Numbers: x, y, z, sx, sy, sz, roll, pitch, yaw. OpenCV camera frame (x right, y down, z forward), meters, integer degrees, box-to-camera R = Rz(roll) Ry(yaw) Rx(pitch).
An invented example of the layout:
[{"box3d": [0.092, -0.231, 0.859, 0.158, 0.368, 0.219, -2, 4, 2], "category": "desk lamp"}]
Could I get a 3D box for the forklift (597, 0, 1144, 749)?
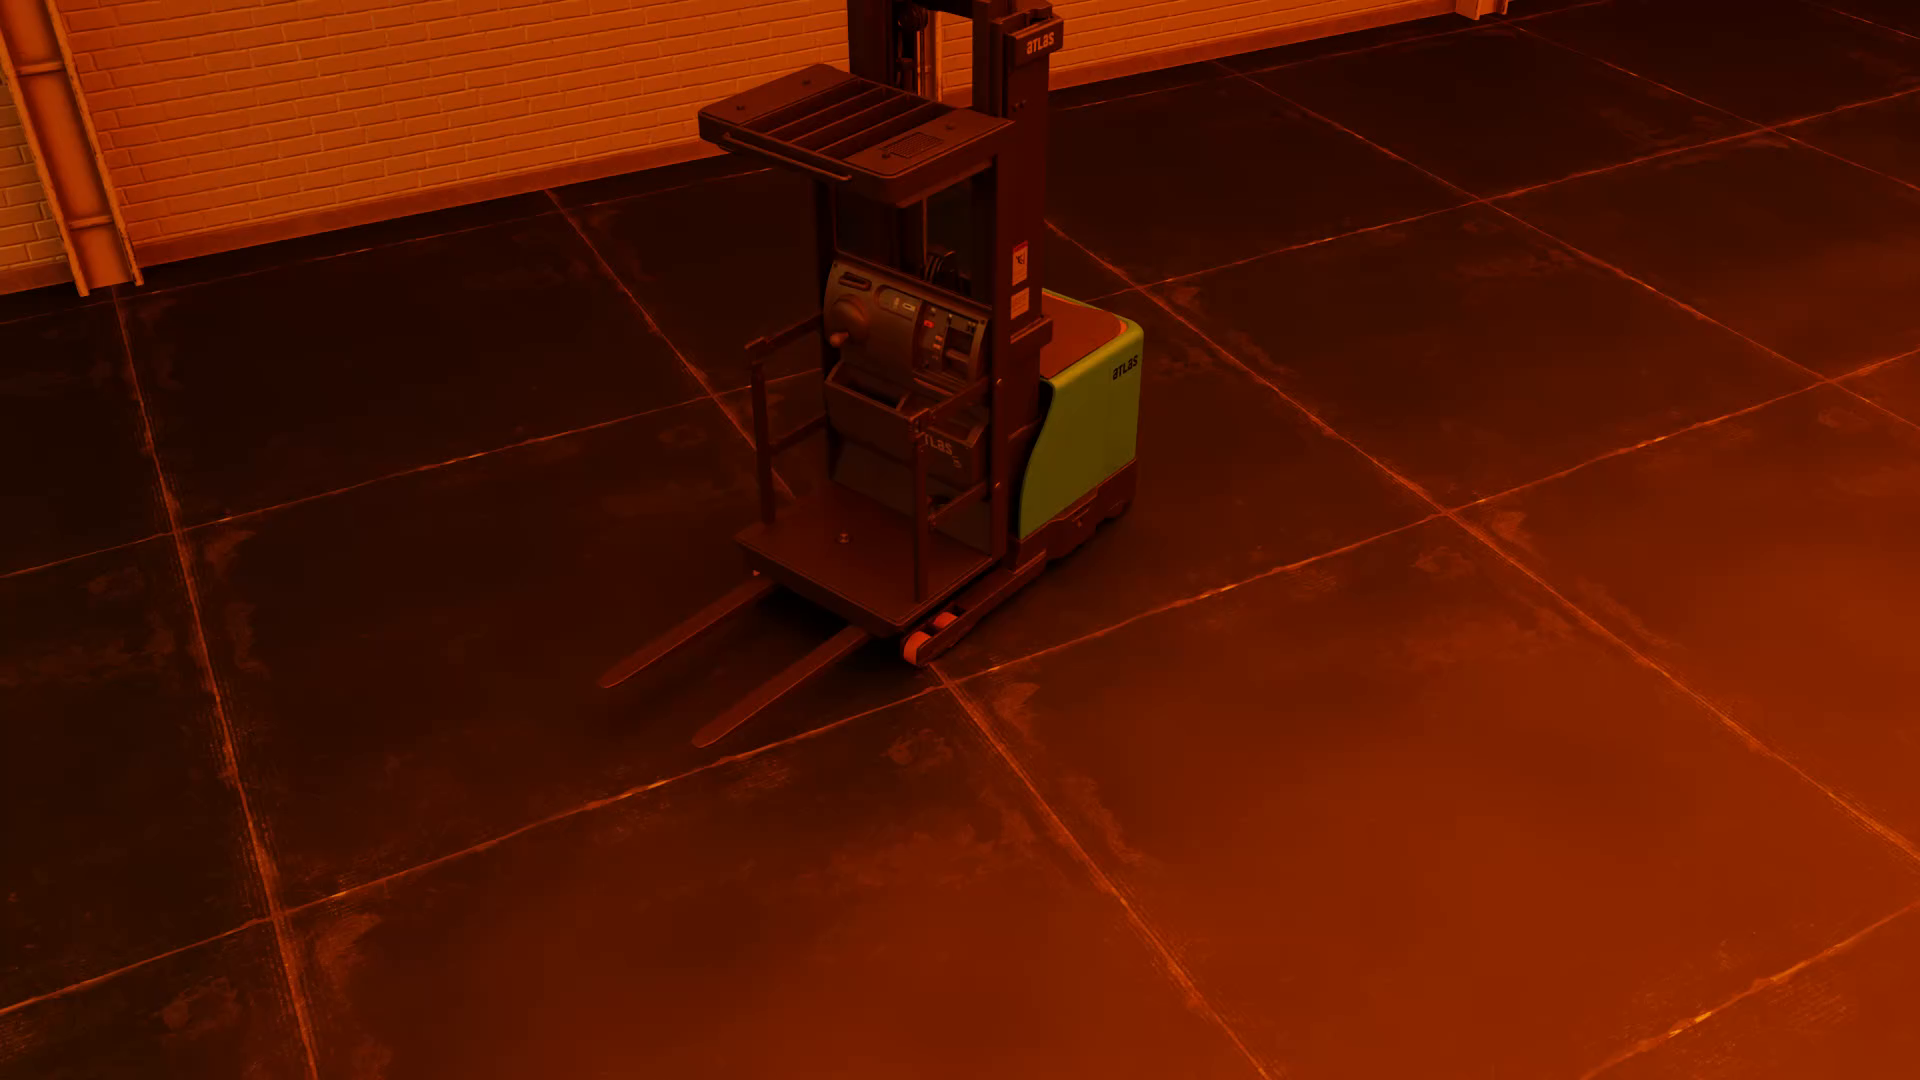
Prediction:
[{"box3d": [-0.390, -0.927, 7.434, 1.130, 2.935, 3.031, 26, 43, 31], "category": "forklift"}]
